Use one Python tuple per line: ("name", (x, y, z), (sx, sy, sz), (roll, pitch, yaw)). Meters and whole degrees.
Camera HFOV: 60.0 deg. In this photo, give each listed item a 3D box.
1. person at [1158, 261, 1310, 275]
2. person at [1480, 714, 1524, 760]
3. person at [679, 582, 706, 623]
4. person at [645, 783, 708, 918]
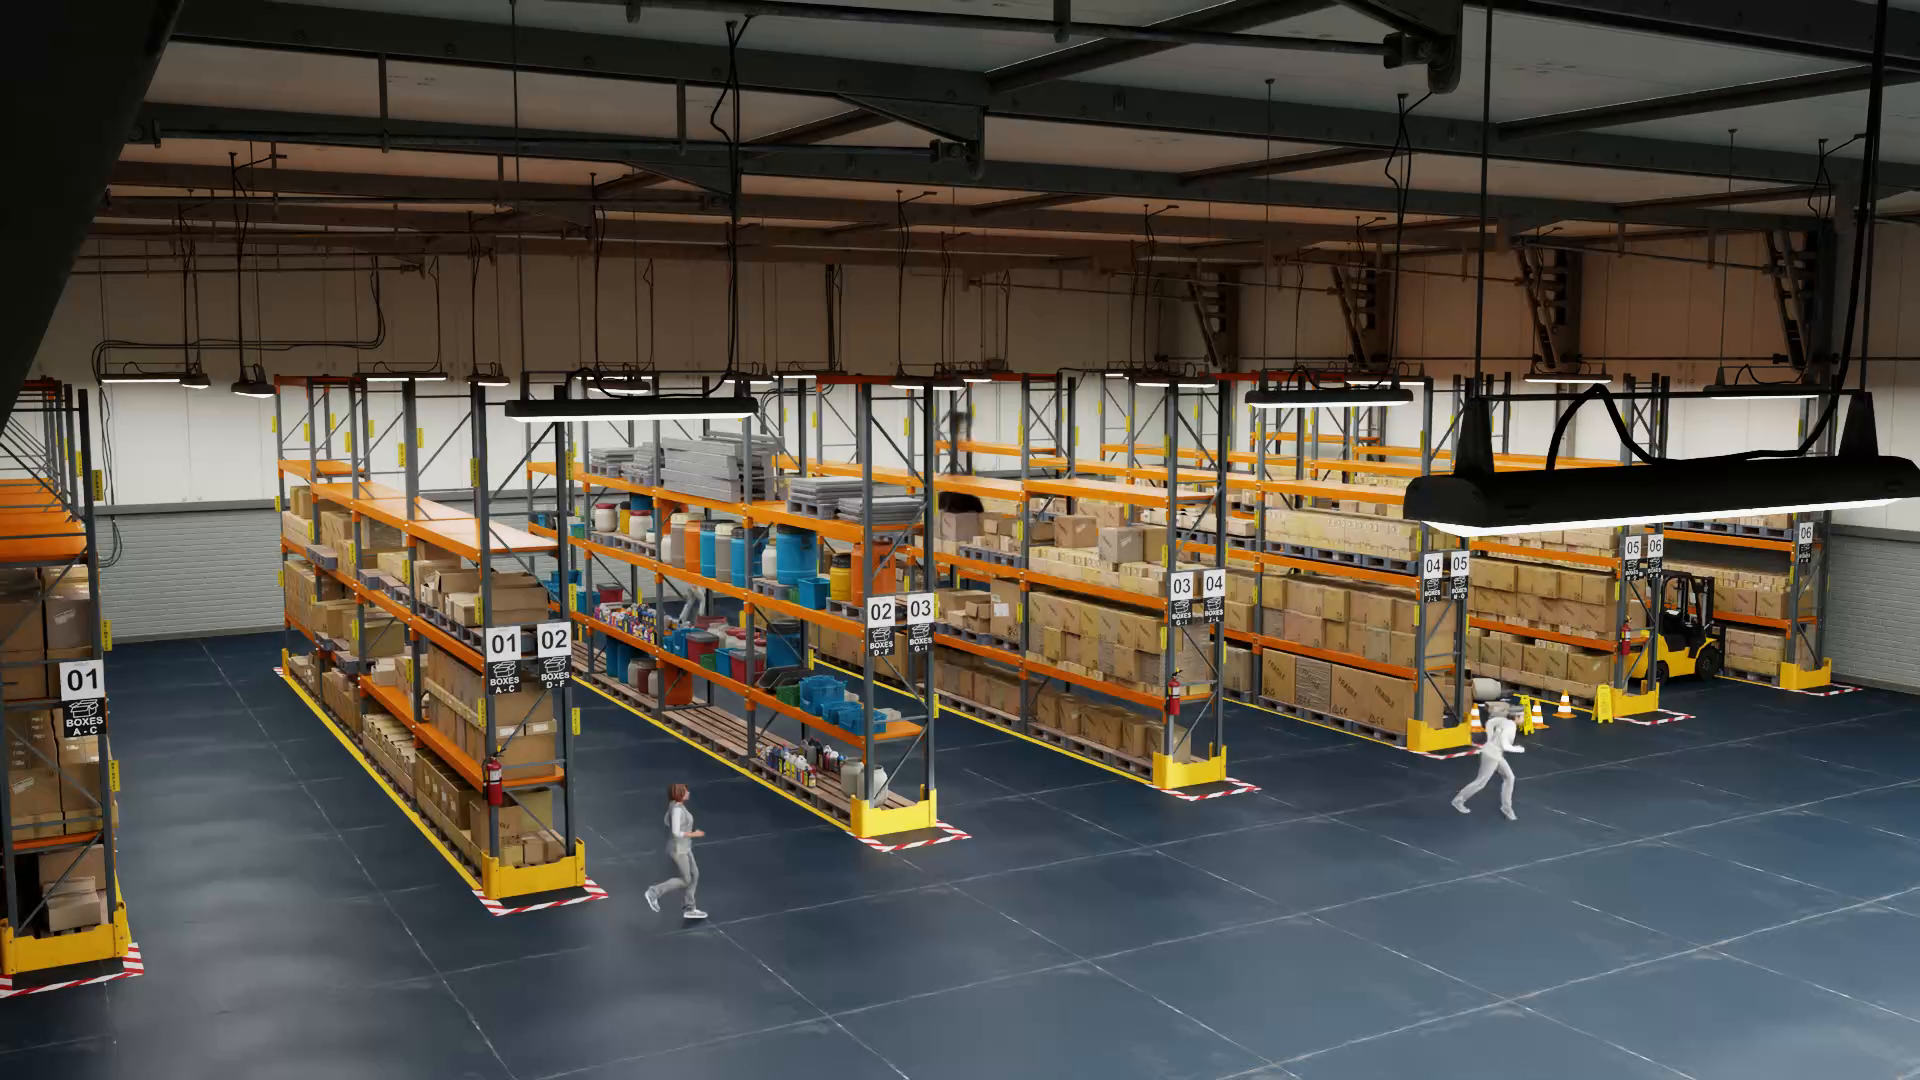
("person", (4.827, -3.138, 44.878), (8.169, 8.897, 9.000), (-4, 7, -30))
("person", (7.466, 2.638, 22.888), (0.562, 0.736, 0.493), (1, 6, 11))
("person", (-6.284, 1.210, 39.235), (0.750, 1.725, 0.531), (-3, 7, -26))
("person", (-3.208, 3.502, 18.745), (0.696, 1.565, 0.552), (-1, 6, -9))
